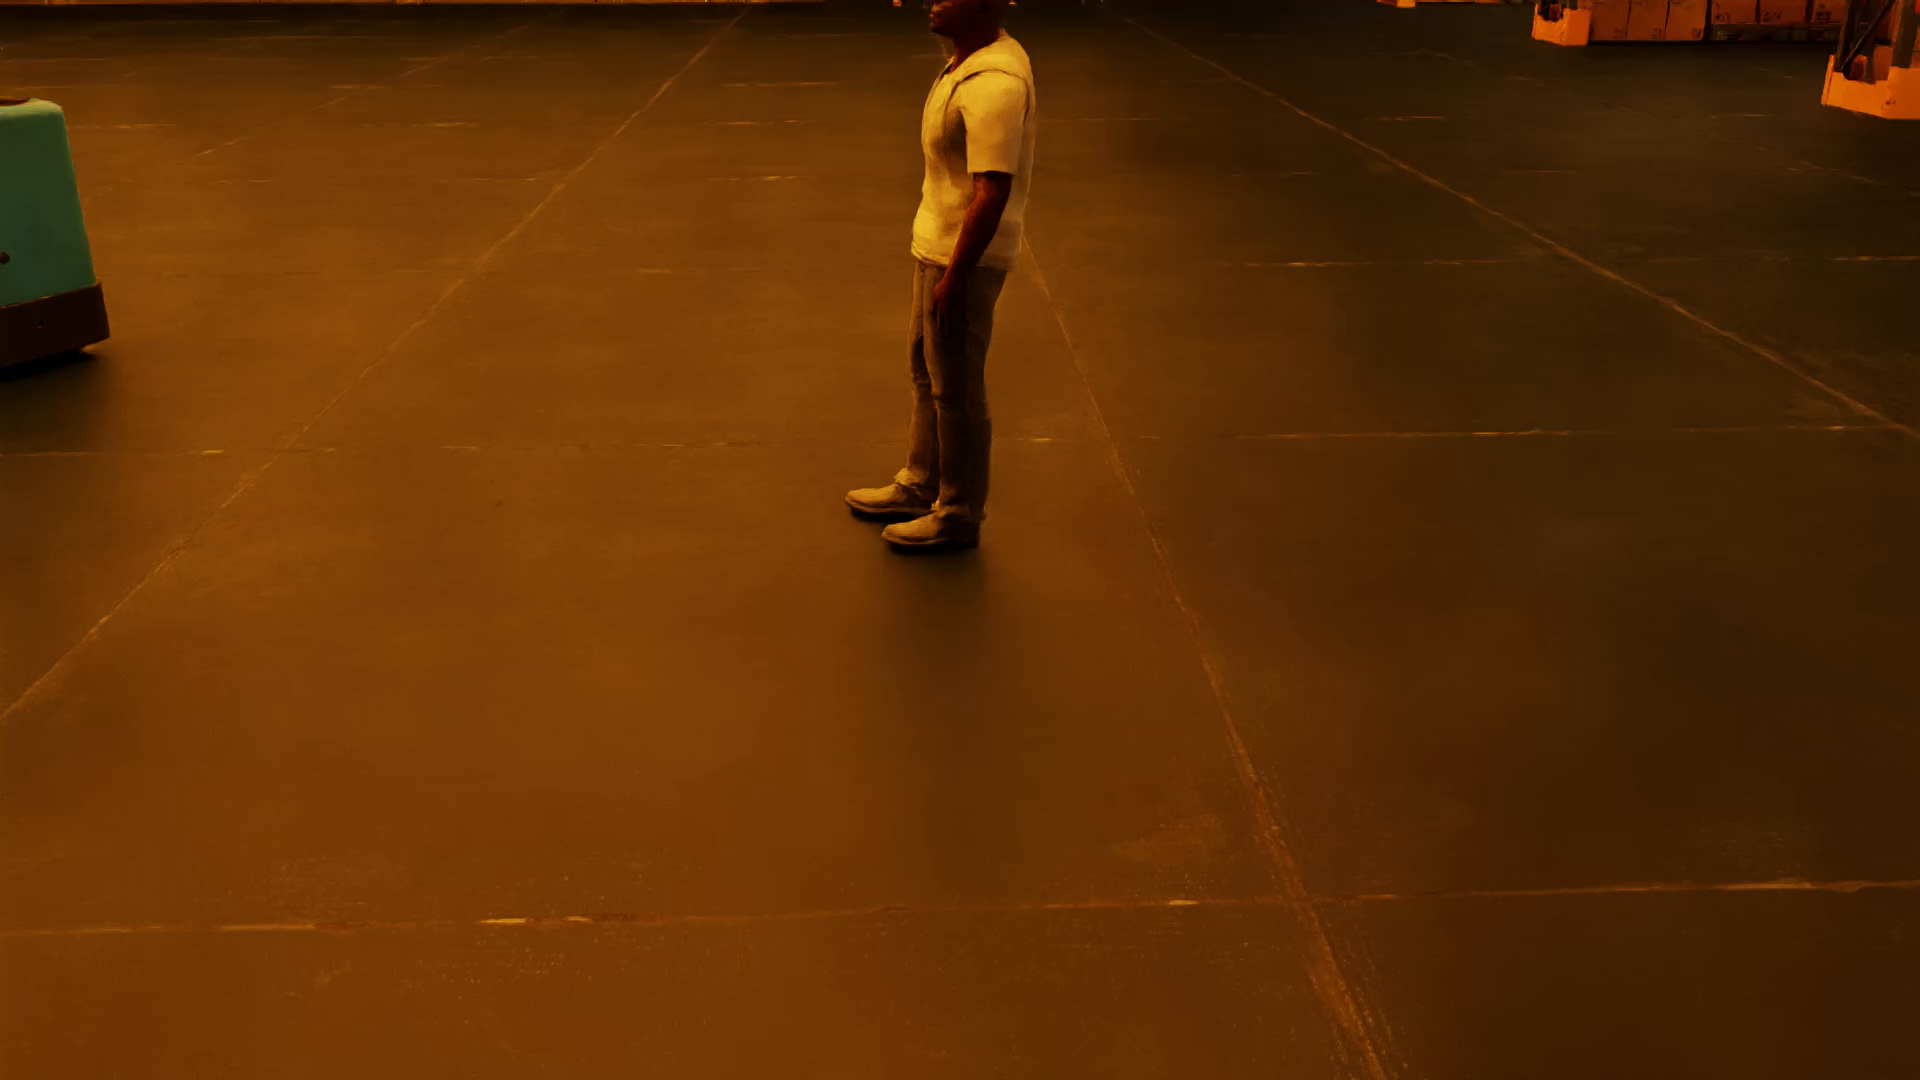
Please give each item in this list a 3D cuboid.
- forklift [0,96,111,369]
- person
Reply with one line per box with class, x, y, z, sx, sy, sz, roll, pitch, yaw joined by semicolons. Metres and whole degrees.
forklift;-5.248;-2.239;6.864;3.031;2.935;1.130;9;23;22
person;-0.070;-0.830;4.849;0.576;1.766;0.665;-1;21;-3
